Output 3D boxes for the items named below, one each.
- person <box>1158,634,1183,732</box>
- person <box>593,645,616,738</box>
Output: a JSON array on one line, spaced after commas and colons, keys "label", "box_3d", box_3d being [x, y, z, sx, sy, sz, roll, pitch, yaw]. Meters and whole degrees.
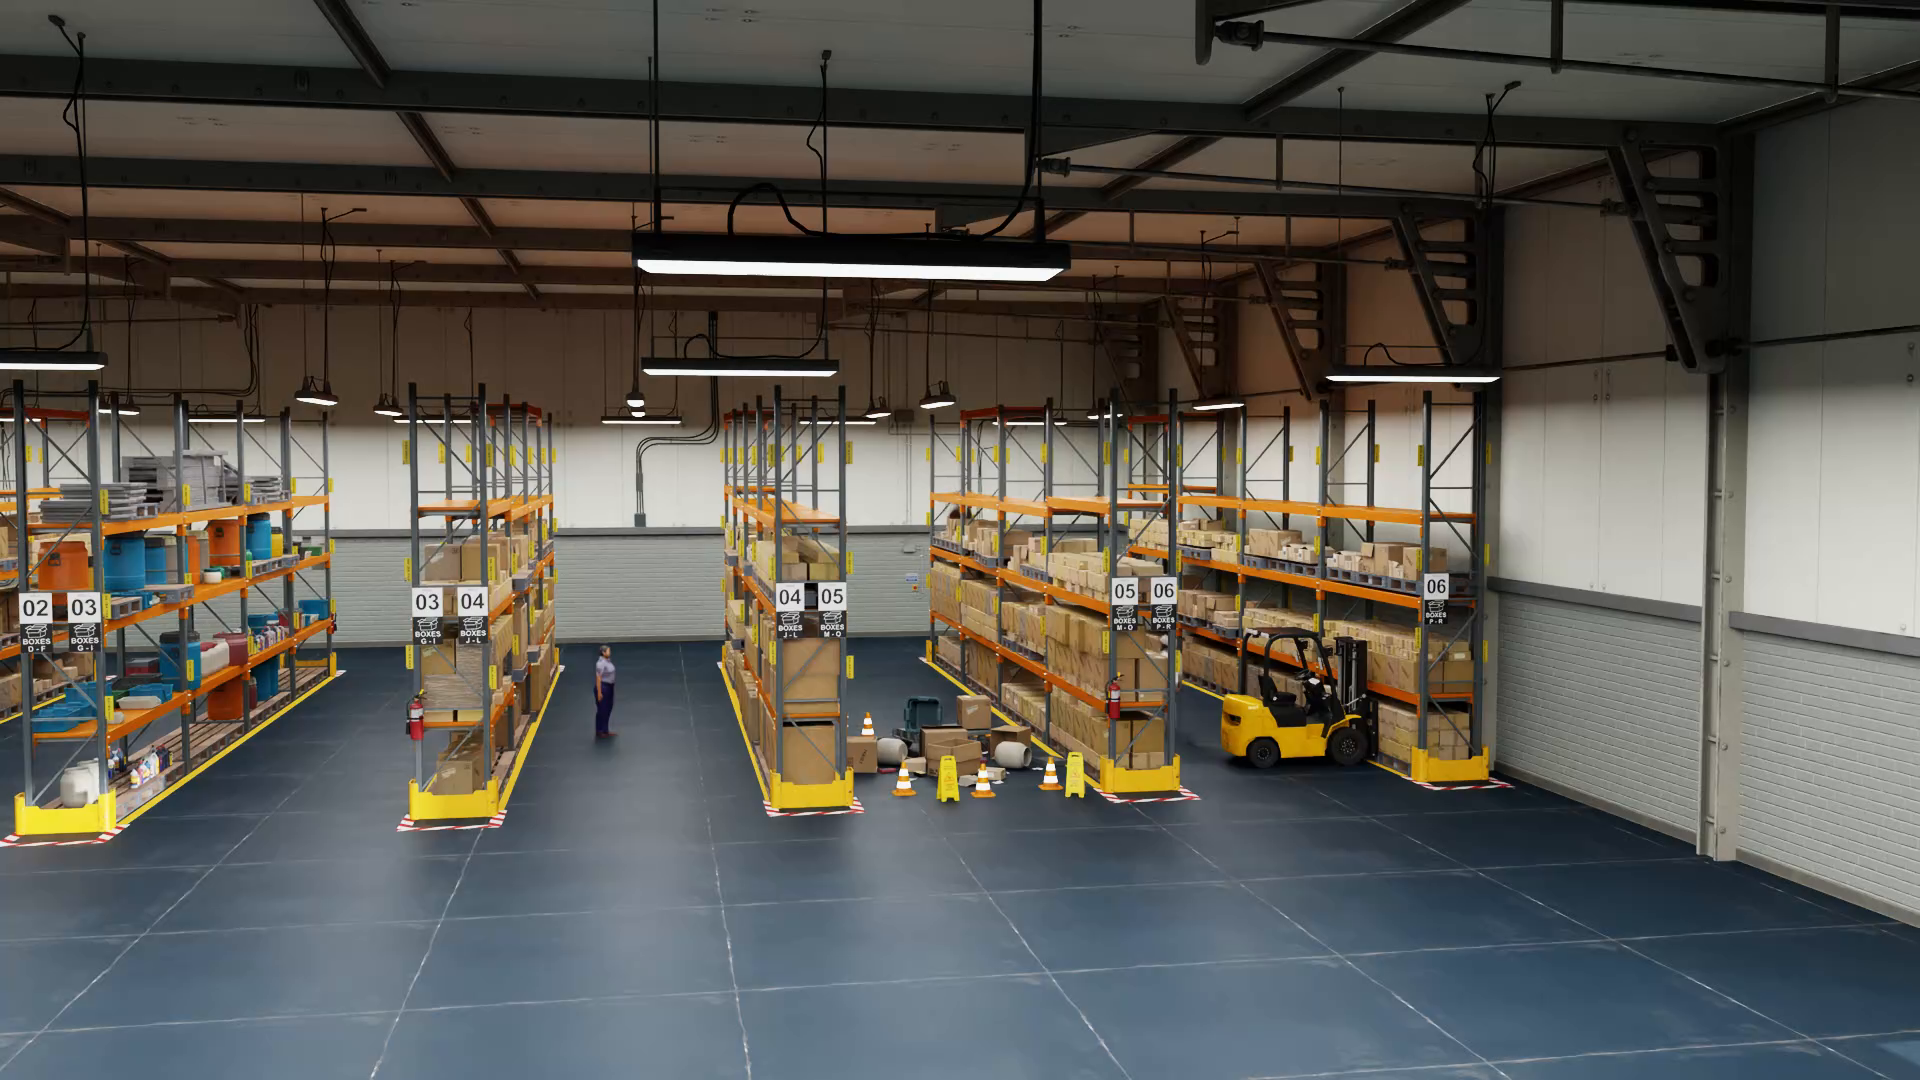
[{"label": "person", "box_3d": [3.716, 2.591, 30.046, 0.569, 1.799, 0.689, -1, 3, -14]}, {"label": "person", "box_3d": [-6.313, 2.685, 29.569, 0.360, 1.656, 0.584, 0, 3, 6]}]
